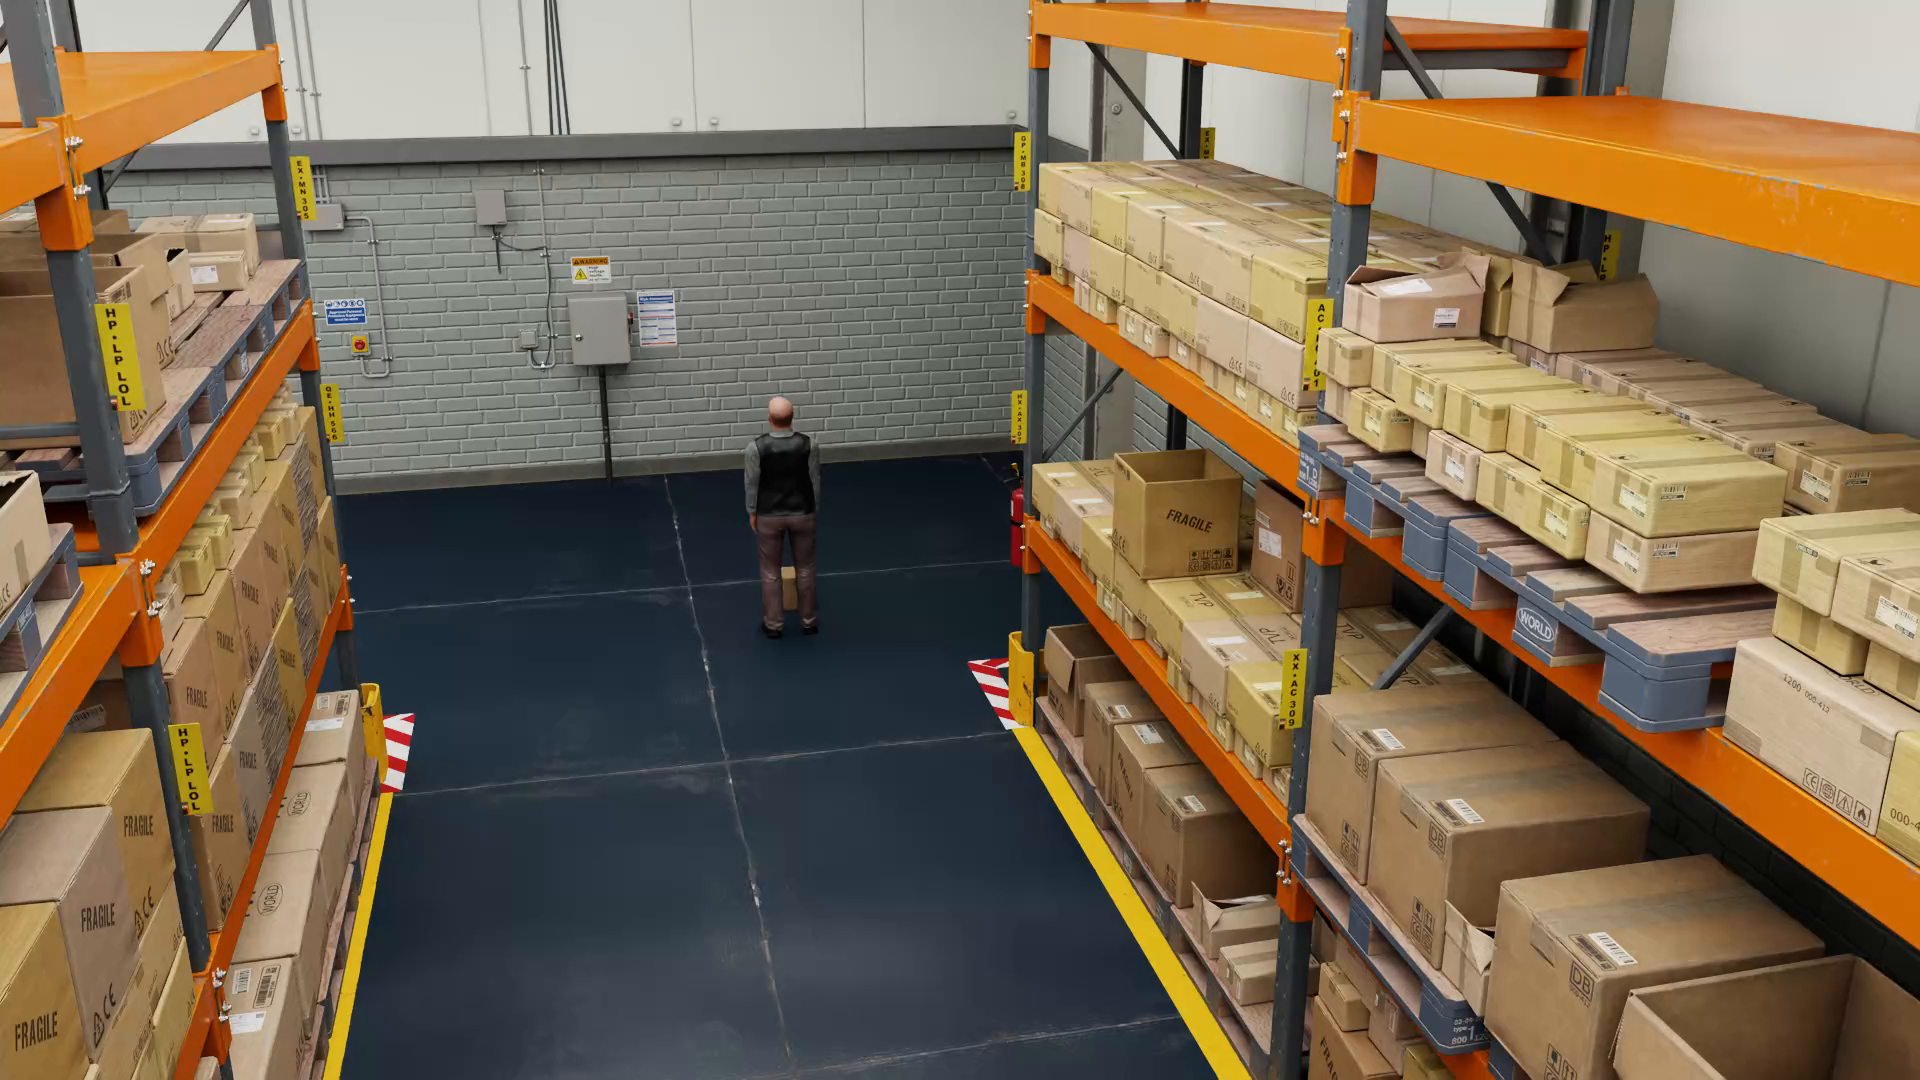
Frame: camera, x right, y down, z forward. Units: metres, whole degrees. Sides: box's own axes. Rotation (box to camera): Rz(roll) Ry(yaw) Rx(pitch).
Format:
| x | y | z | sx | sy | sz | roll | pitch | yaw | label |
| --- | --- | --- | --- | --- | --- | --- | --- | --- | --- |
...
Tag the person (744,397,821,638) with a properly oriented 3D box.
| x | y | z | sx | sy | sz | roll | pitch | yaw | label |
| --- | --- | --- | --- | --- | --- | --- | --- | --- | --- |
| -1.231 | -0.165 | 11.591 | 0.531 | 1.723 | 0.359 | -4 | 20 | -11 | person |
